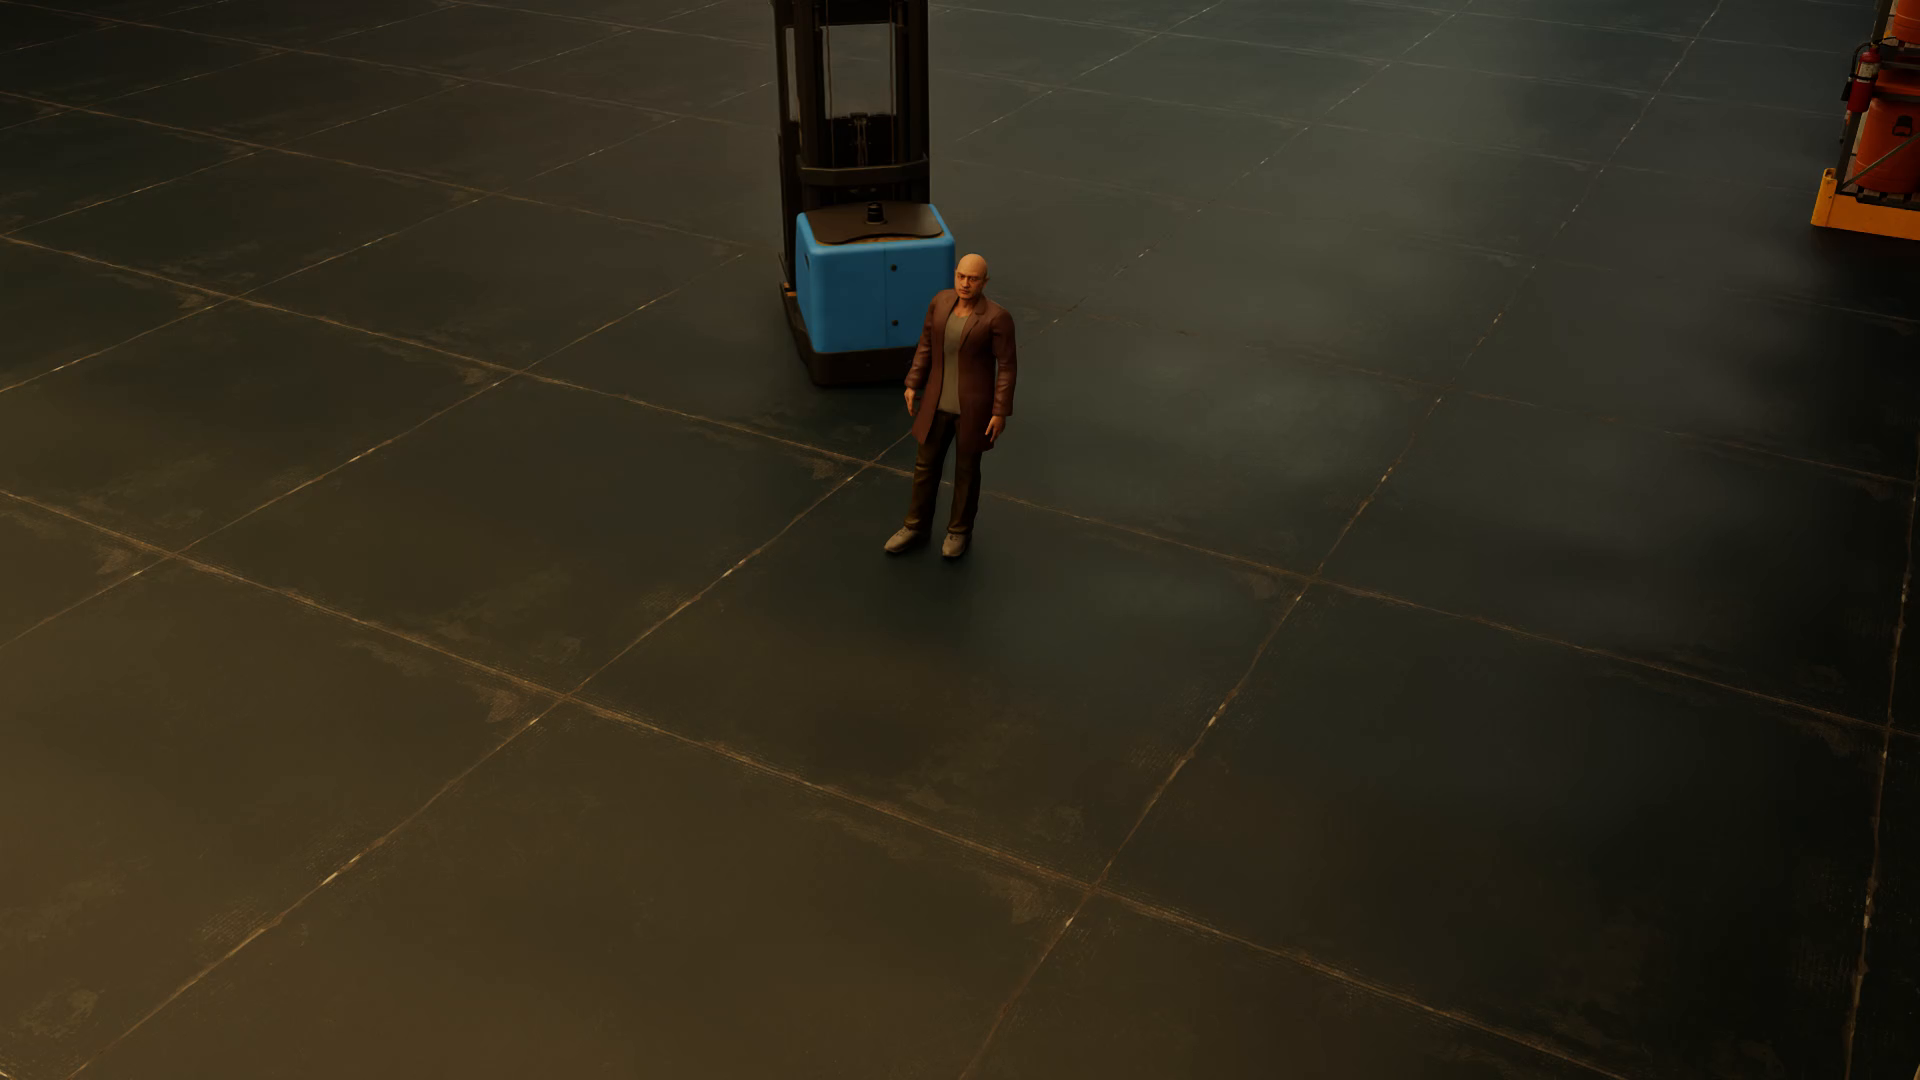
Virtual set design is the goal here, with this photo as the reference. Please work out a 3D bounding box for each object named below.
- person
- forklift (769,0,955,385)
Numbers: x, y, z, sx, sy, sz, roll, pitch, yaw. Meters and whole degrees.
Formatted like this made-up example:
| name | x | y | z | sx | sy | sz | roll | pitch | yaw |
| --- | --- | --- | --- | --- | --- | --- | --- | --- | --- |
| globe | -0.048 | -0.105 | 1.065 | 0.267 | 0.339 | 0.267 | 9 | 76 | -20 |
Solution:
| name | x | y | z | sx | sy | sz | roll | pitch | yaw |
| --- | --- | --- | --- | --- | --- | --- | --- | --- | --- |
| person | -0.048 | -0.737 | 9.487 | 0.696 | 1.778 | 0.579 | 15 | 33 | 25 |
| forklift | -0.821 | -3.089 | 12.423 | 1.130 | 2.935 | 3.031 | -6 | 31 | -10 |
